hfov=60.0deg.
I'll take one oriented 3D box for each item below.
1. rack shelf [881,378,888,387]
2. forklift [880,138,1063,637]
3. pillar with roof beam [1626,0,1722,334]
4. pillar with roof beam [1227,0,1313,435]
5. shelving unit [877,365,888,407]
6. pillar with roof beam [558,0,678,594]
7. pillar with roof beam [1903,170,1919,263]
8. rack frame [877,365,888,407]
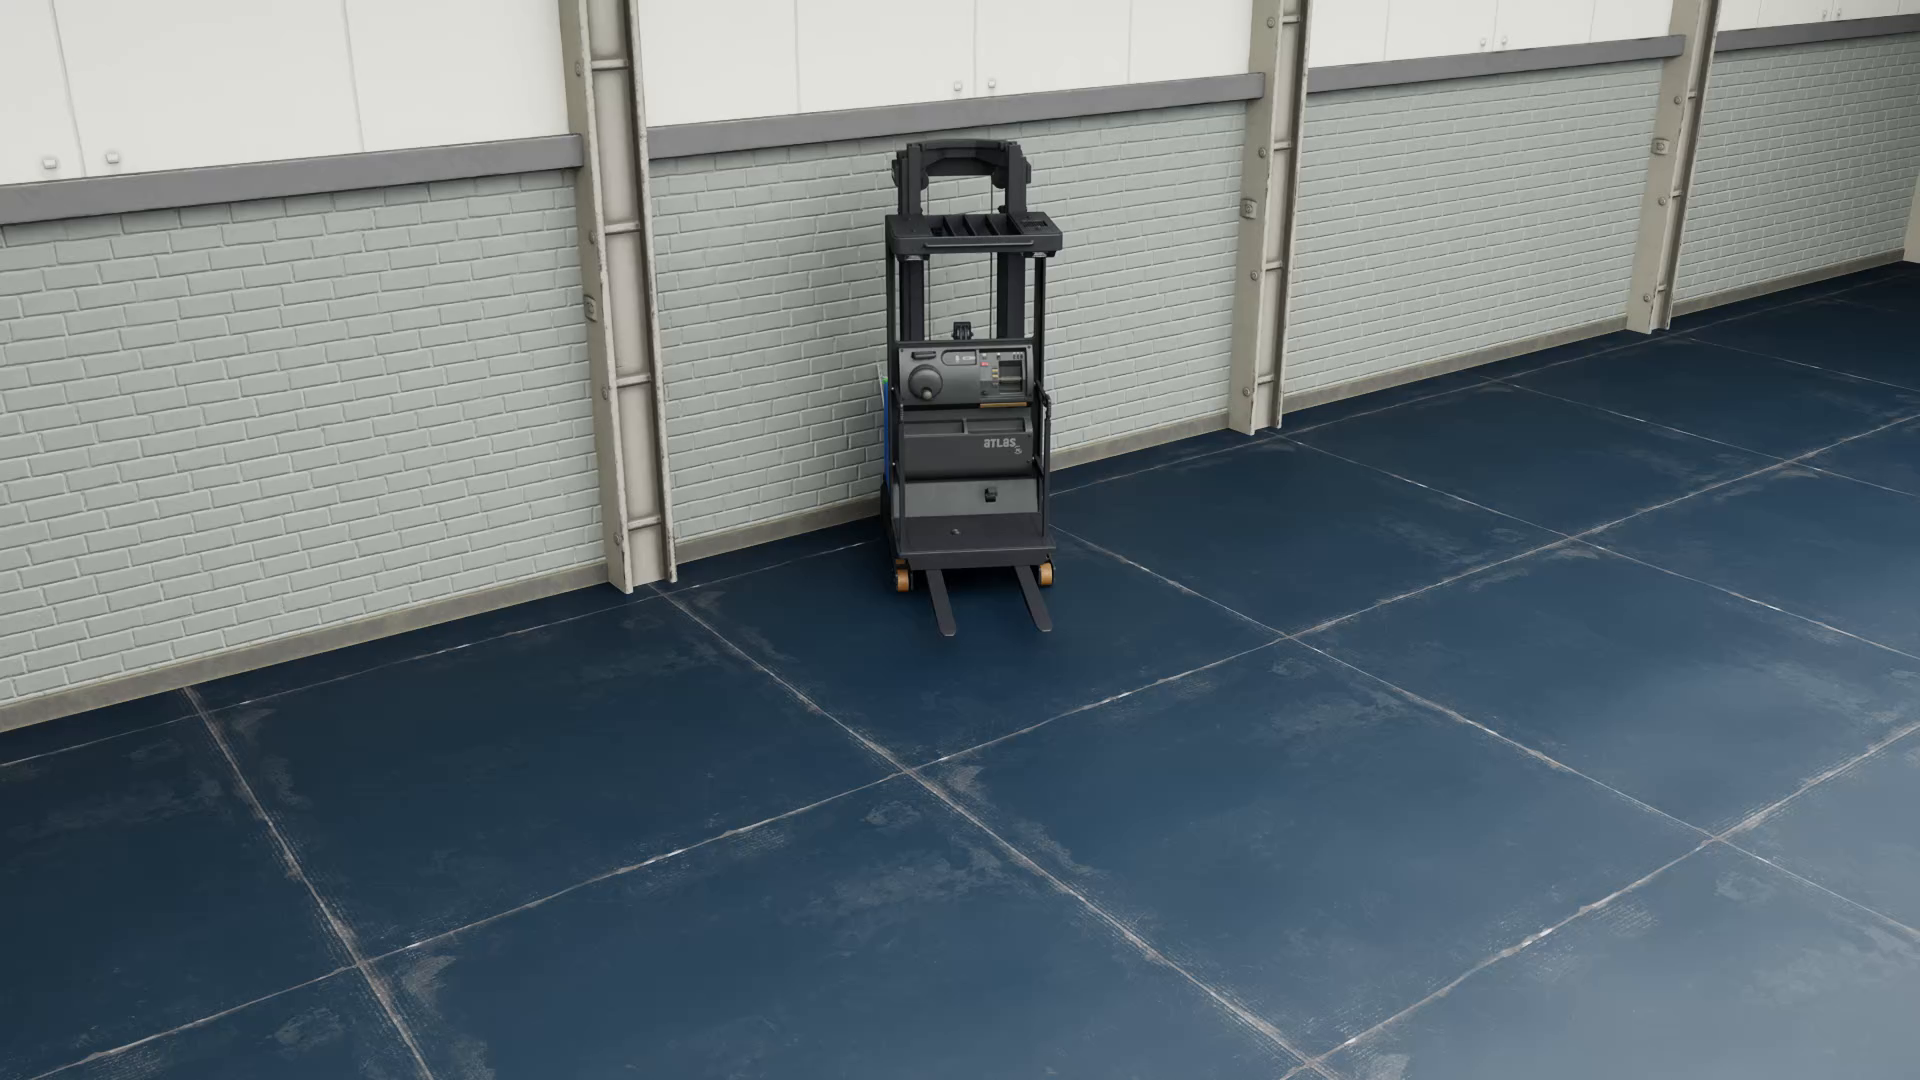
[{"bbox_3d":[-0.328,-1.198,12.586,0.480,0.148,0.258,-23,28,-30],"label":"rack shelf"},{"bbox_3d":[0.068,-1.132,11.278,1.130,2.935,3.031,-2,22,-6],"label":"forklift"},{"bbox_3d":[10.023,-5.199,13.282,0.400,9.000,9.100,-15,26,-33],"label":"pillar with roof beam"},{"bbox_3d":[5.153,-3.900,10.028,0.400,9.000,9.100,-15,26,-33],"label":"pillar with roof beam"},{"bbox_3d":[-0.276,-0.821,12.753,0.503,1.200,0.258,-23,28,-30],"label":"shelving unit"},{"bbox_3d":[0.282,-2.601,6.773,0.400,9.000,9.100,-15,26,-33],"label":"pillar with roof beam"},{"bbox_3d":[14.894,-6.497,16.537,0.400,9.000,9.100,-15,26,-33],"label":"pillar with roof beam"},{"bbox_3d":[-0.471,-0.740,12.630,0.015,1.200,0.240,-23,28,-30],"label":"rack frame"}]
